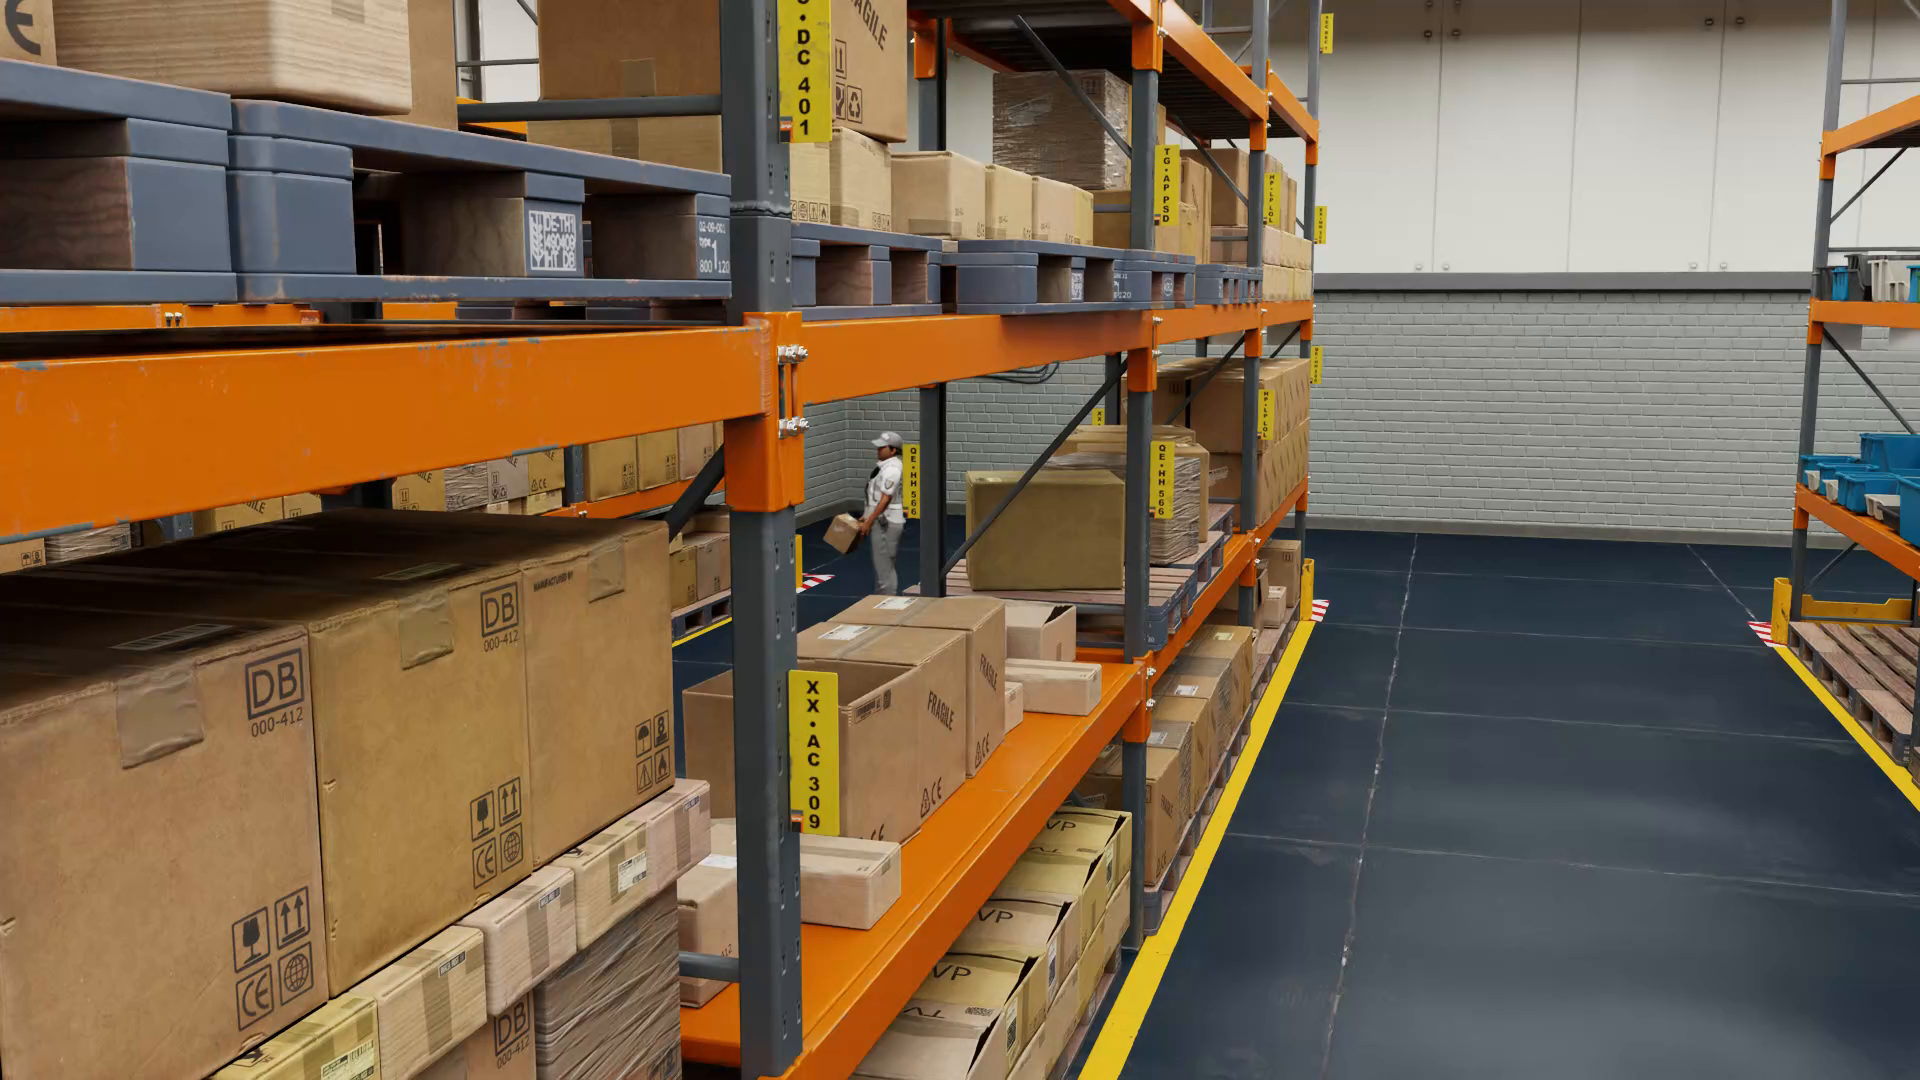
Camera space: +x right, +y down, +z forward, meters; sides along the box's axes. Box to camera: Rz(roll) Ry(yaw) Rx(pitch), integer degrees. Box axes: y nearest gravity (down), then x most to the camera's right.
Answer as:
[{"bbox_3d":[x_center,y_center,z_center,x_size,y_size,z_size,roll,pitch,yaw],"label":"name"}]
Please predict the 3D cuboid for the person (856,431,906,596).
[{"bbox_3d":[-0.698,-0.120,14.590,0.439,1.674,0.555,-1,8,-5],"label":"person"}]
